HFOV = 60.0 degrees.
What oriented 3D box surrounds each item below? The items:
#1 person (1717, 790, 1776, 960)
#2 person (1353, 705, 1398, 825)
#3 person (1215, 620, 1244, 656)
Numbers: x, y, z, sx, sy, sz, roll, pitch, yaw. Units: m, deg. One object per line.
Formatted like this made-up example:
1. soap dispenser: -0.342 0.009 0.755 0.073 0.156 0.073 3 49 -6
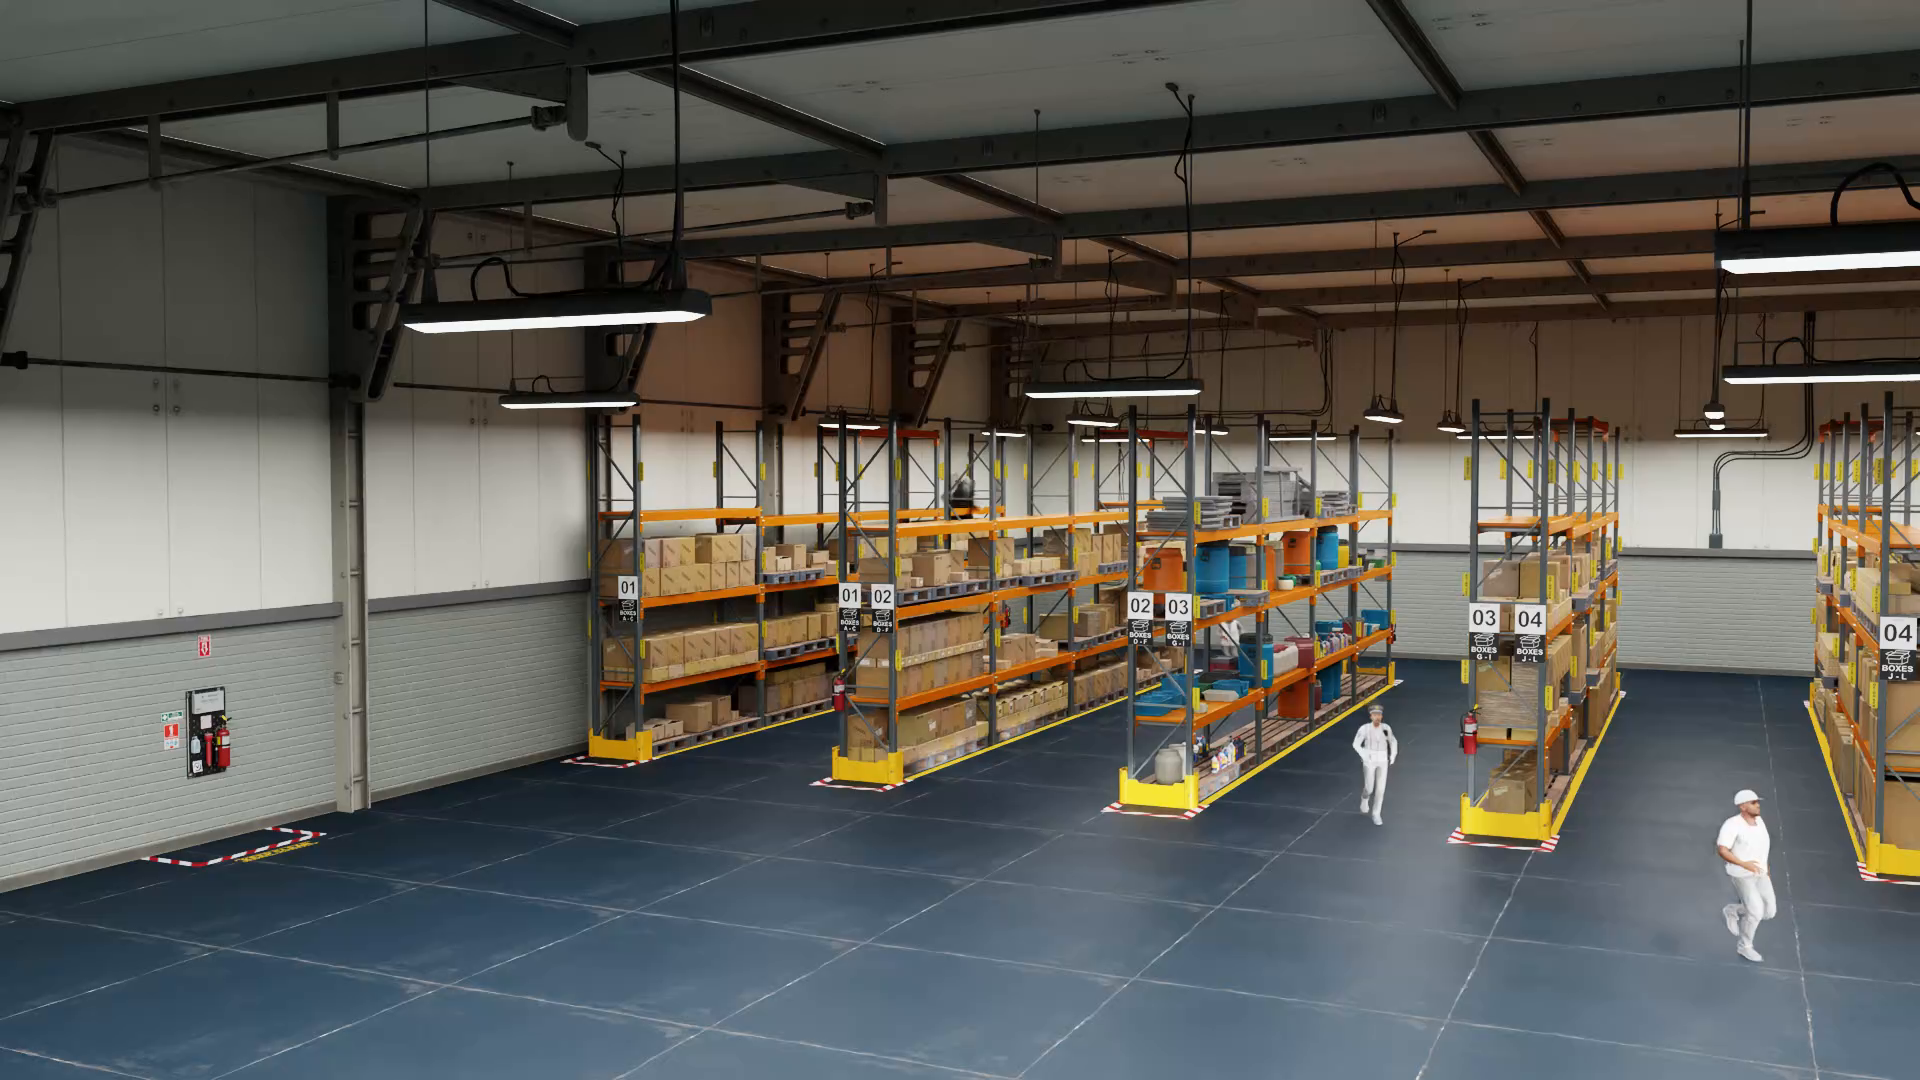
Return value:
1. person: 8.122 3.438 17.198 0.736 1.726 0.613 -1 3 -30
2. person: 5.969 3.192 23.881 0.644 1.687 0.666 0 2 3
3. person: 6.415 2.503 39.591 0.687 1.768 0.600 0 2 10
